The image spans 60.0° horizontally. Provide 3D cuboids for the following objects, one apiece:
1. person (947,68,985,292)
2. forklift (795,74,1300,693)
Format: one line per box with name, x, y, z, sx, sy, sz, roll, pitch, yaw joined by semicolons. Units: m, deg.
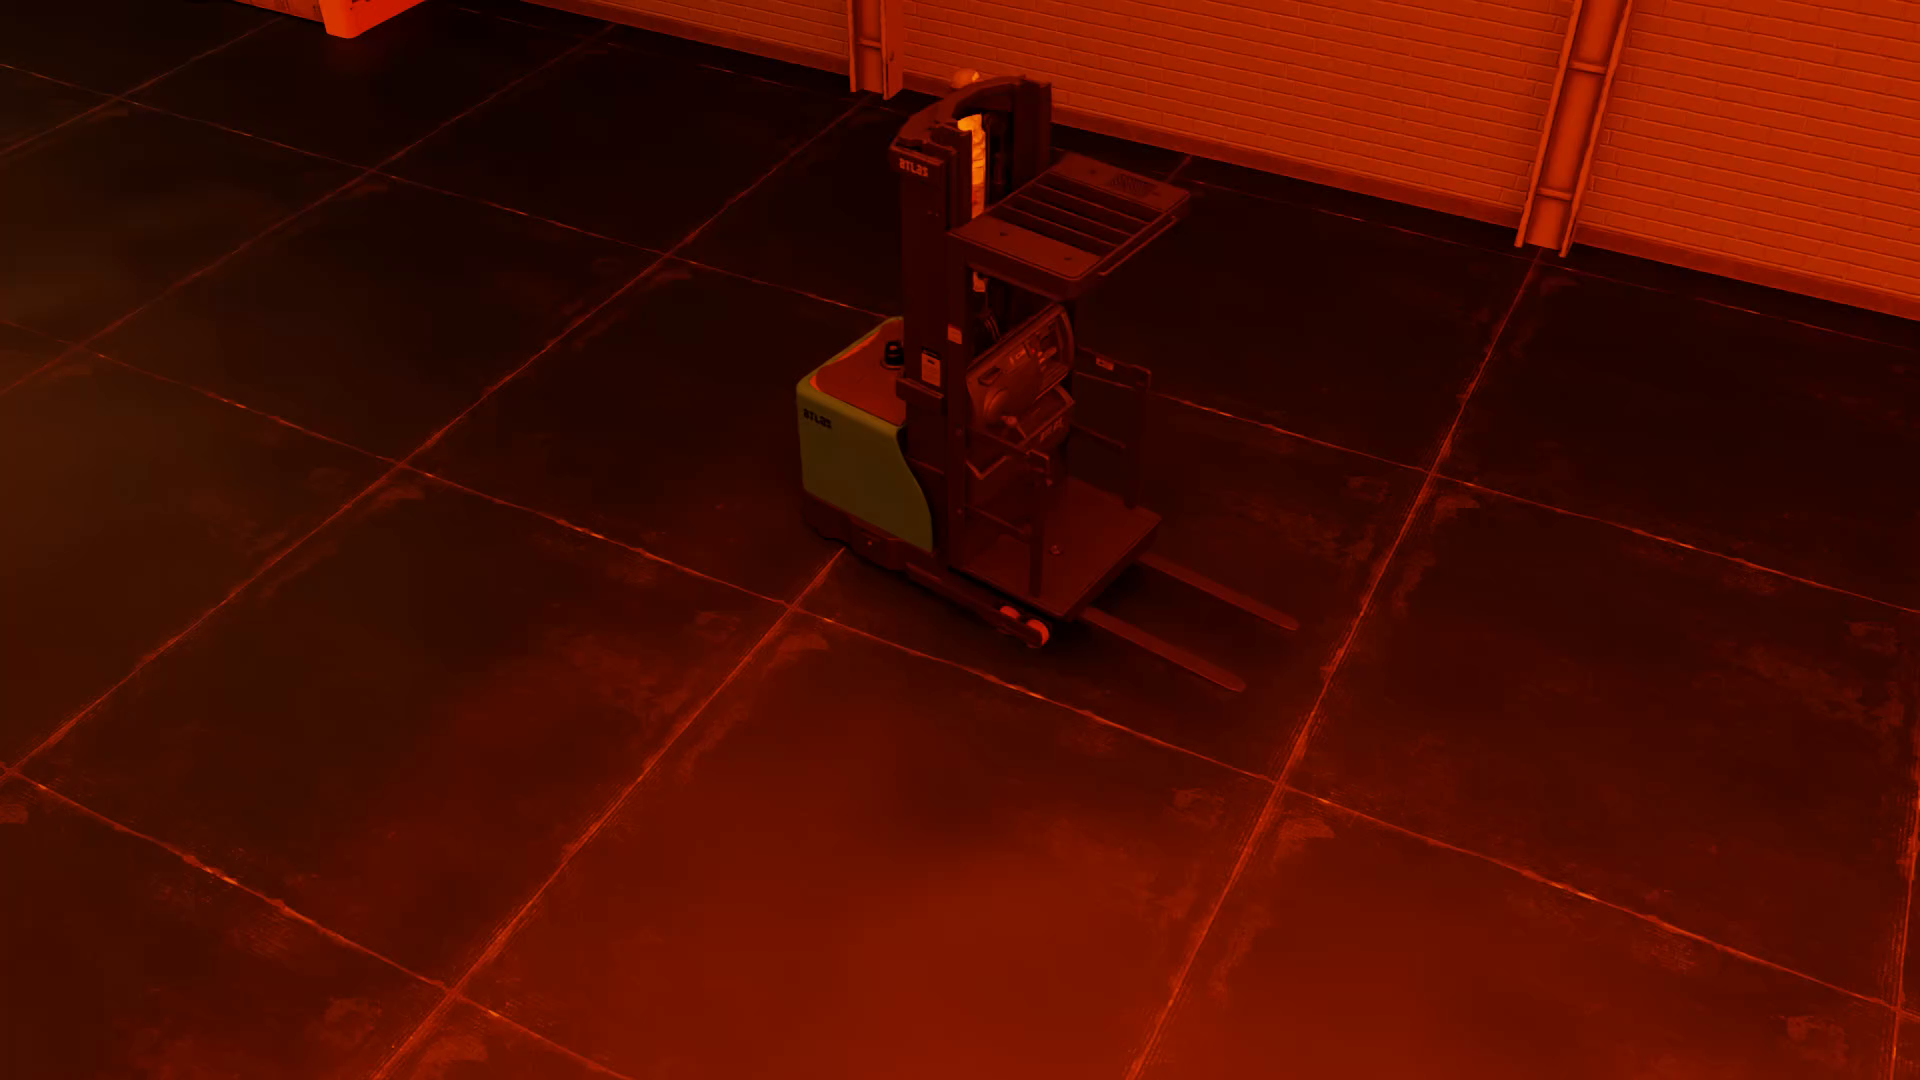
person;0.050;-2.631;12.098;0.389;1.668;0.507;-6;40;-7
forklift;0.504;-0.890;9.043;3.031;2.935;1.130;26;47;27
